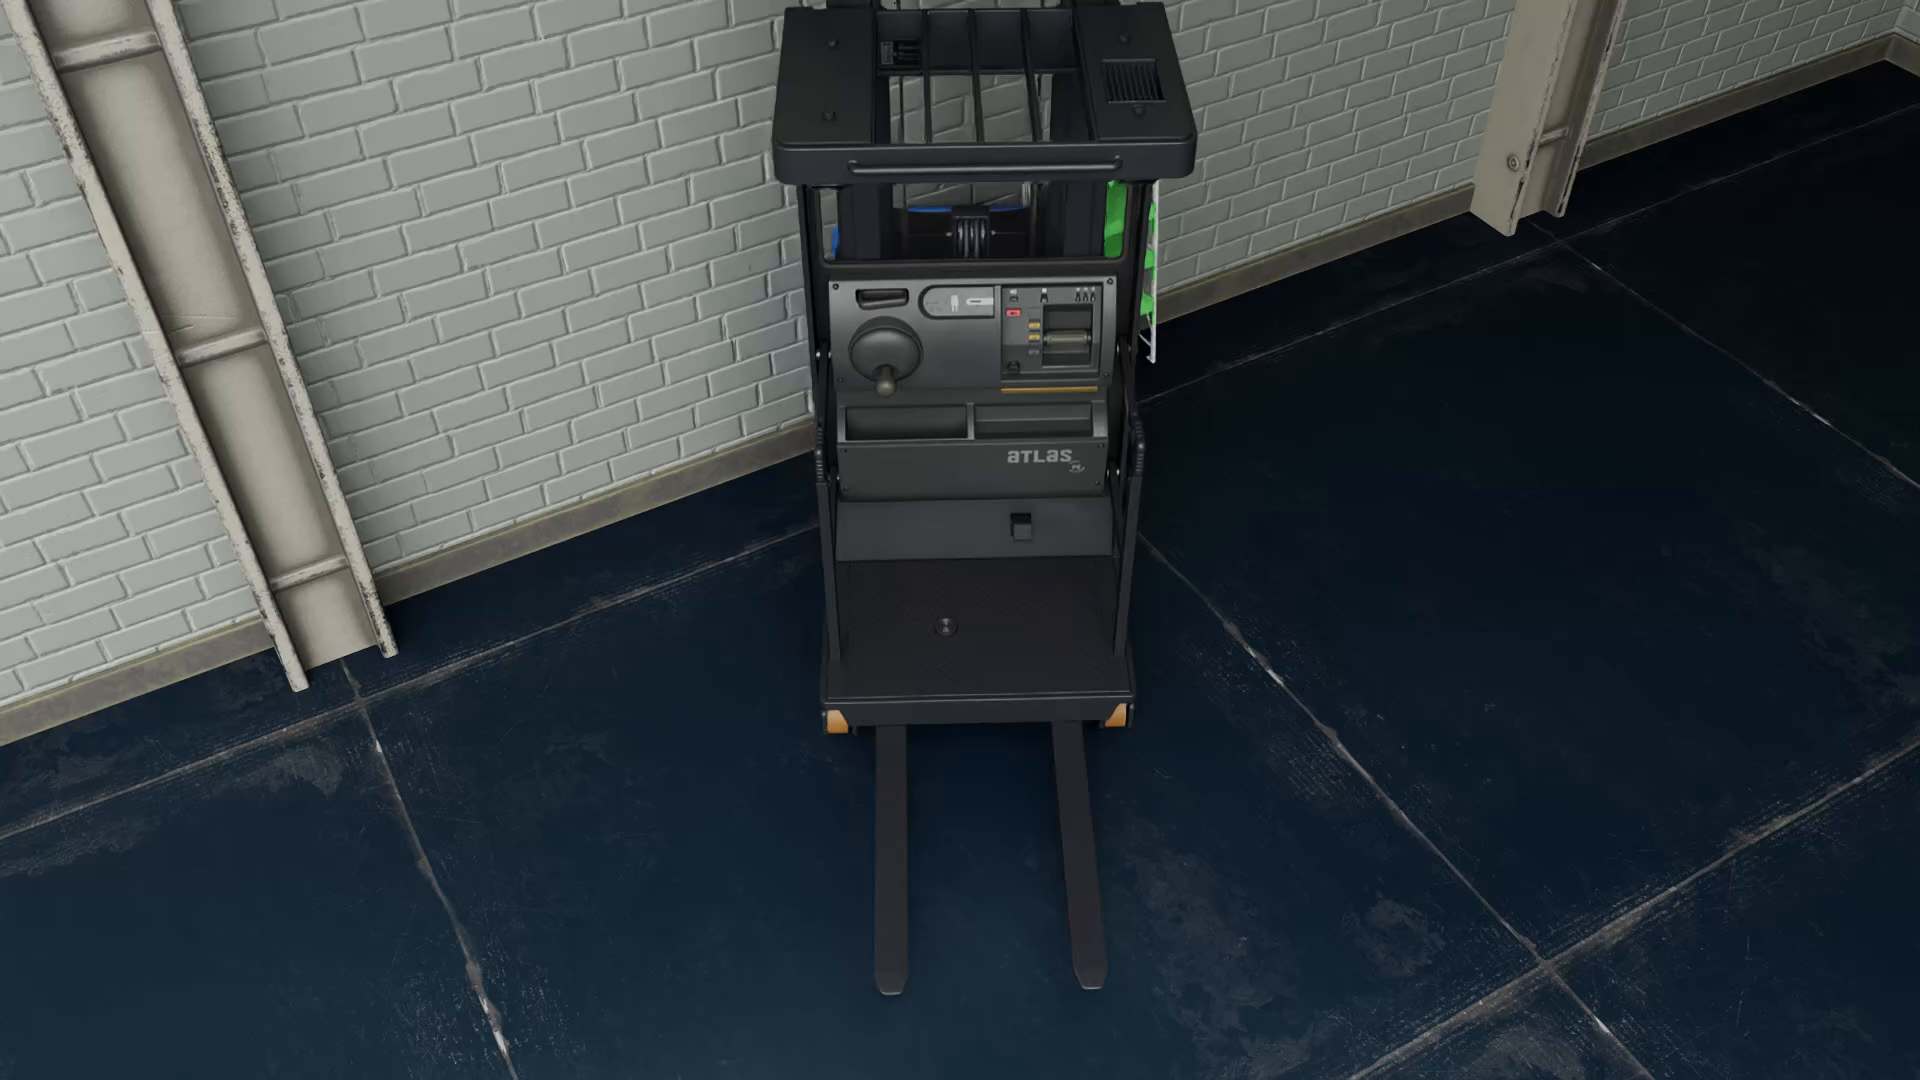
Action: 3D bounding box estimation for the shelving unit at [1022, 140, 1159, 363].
[{"bbox_3d":[0.566,-1.204,7.100,0.503,1.200,0.258,-24,47,-18],"label":"shelving unit"}]

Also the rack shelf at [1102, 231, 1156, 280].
[{"bbox_3d":[0.570,-1.158,7.144,0.480,0.148,0.258,-24,47,-18],"label":"rack shelf"}]

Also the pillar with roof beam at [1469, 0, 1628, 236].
[{"bbox_3d":[4.973,-2.307,2.666,0.400,9.000,9.100,-22,48,-21],"label":"pillar with roof beam"}]

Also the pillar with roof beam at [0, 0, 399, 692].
[{"bbox_3d":[-0.229,-0.225,0.521,0.400,9.000,9.100,-22,48,-21],"label":"pillar with roof beam"}]

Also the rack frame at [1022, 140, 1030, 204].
[{"bbox_3d":[0.355,-1.109,7.023,0.015,1.200,0.240,-24,47,-18],"label":"rack frame"}]

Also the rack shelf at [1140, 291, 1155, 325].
[{"bbox_3d":[0.586,-0.987,7.312,0.480,0.148,0.258,-24,47,-18],"label":"rack shelf"}]

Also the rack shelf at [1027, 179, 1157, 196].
[{"bbox_3d":[0.538,-1.500,6.809,0.480,0.148,0.258,-24,47,-18],"label":"rack shelf"}]

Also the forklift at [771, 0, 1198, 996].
[{"bbox_3d":[0.052,-0.582,5.245,1.130,2.935,3.031,-1,44,-1],"label":"forklift"}]

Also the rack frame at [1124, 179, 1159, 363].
[{"bbox_3d":[0.777,-1.299,7.177,0.015,1.200,0.240,-24,47,-18],"label":"rack frame"}]

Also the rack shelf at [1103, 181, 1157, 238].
[{"bbox_3d":[0.554,-1.329,6.977,0.480,0.148,0.258,-24,47,-18],"label":"rack shelf"}]
